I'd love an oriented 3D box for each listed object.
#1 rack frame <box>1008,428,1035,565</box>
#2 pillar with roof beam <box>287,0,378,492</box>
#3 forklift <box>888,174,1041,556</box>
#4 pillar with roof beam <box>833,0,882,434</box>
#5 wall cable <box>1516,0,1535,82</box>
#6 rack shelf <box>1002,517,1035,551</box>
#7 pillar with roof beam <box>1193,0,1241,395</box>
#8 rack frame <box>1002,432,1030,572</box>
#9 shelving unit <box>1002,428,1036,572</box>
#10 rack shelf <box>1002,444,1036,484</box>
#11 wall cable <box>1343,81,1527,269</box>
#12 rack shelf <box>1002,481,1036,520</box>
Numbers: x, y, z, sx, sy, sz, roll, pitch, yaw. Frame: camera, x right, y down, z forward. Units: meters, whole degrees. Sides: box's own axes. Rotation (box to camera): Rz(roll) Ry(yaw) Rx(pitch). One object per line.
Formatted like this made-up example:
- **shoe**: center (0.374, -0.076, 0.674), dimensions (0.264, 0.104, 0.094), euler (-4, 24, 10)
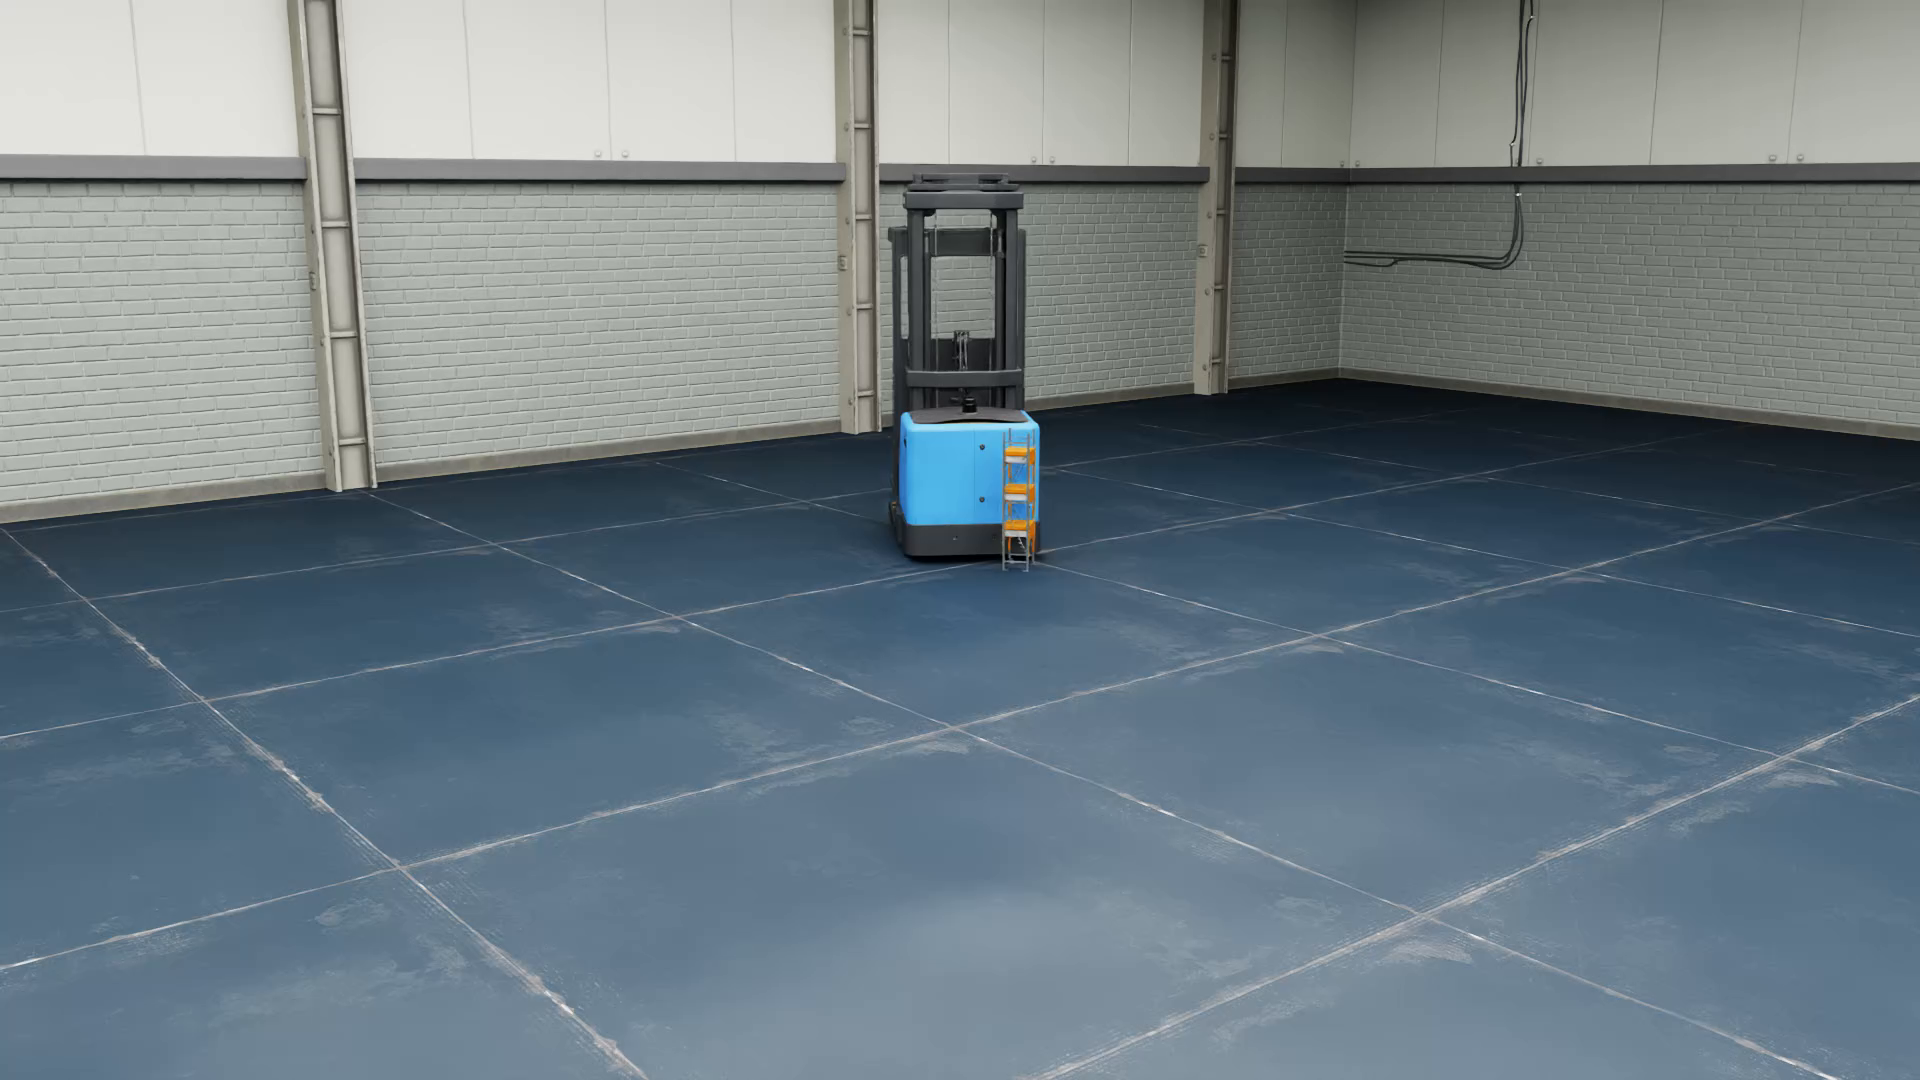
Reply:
- **rack frame**: center (0.468, -0.329, 12.648), dimensions (0.200, 1.050, 0.008), euler (2, 12, 12)
- **pillar with roof beam**: center (-3.169, -4.210, 11.793), dimensions (0.400, 9.000, 9.100), euler (-9, 15, -38)
- **forklift**: center (-0.030, -1.563, 13.935), dimensions (1.130, 2.935, 3.031), euler (-1, 12, -5)
- **pillar with roof beam**: center (1.516, -4.989, 15.459), dimensions (0.400, 9.000, 9.100), euler (-9, 15, -38)
- **wall cable**: center (8.328, -7.146, 20.936), dimensions (0.112, 2.526, 3.097), euler (-9, 15, -38)
- **rack shelf**: center (0.443, -0.022, 12.592), dimensions (0.215, 0.259, 0.240), euler (2, 12, 12)
- **pillar with roof beam**: center (6.201, -5.768, 19.126), dimensions (0.400, 9.000, 9.100), euler (-9, 15, -38)
- **rack frame**: center (0.417, -0.279, 12.415), dimensions (0.200, 1.050, 0.008), euler (2, 12, 12)
- **shelving unit**: center (0.443, -0.304, 12.532), dimensions (0.215, 1.050, 0.252), euler (2, 12, 12)
- **rack shelf**: center (0.442, -0.571, 12.475), dimensions (0.215, 0.259, 0.240), euler (2, 12, 12)
- **wall cable**: center (6.638, -5.115, 23.527), dimensions (0.112, 2.526, 3.097), euler (-9, 15, -38)
- **rack shelf**: center (0.443, -0.294, 12.534), dimensions (0.215, 0.259, 0.240), euler (2, 12, 12)
